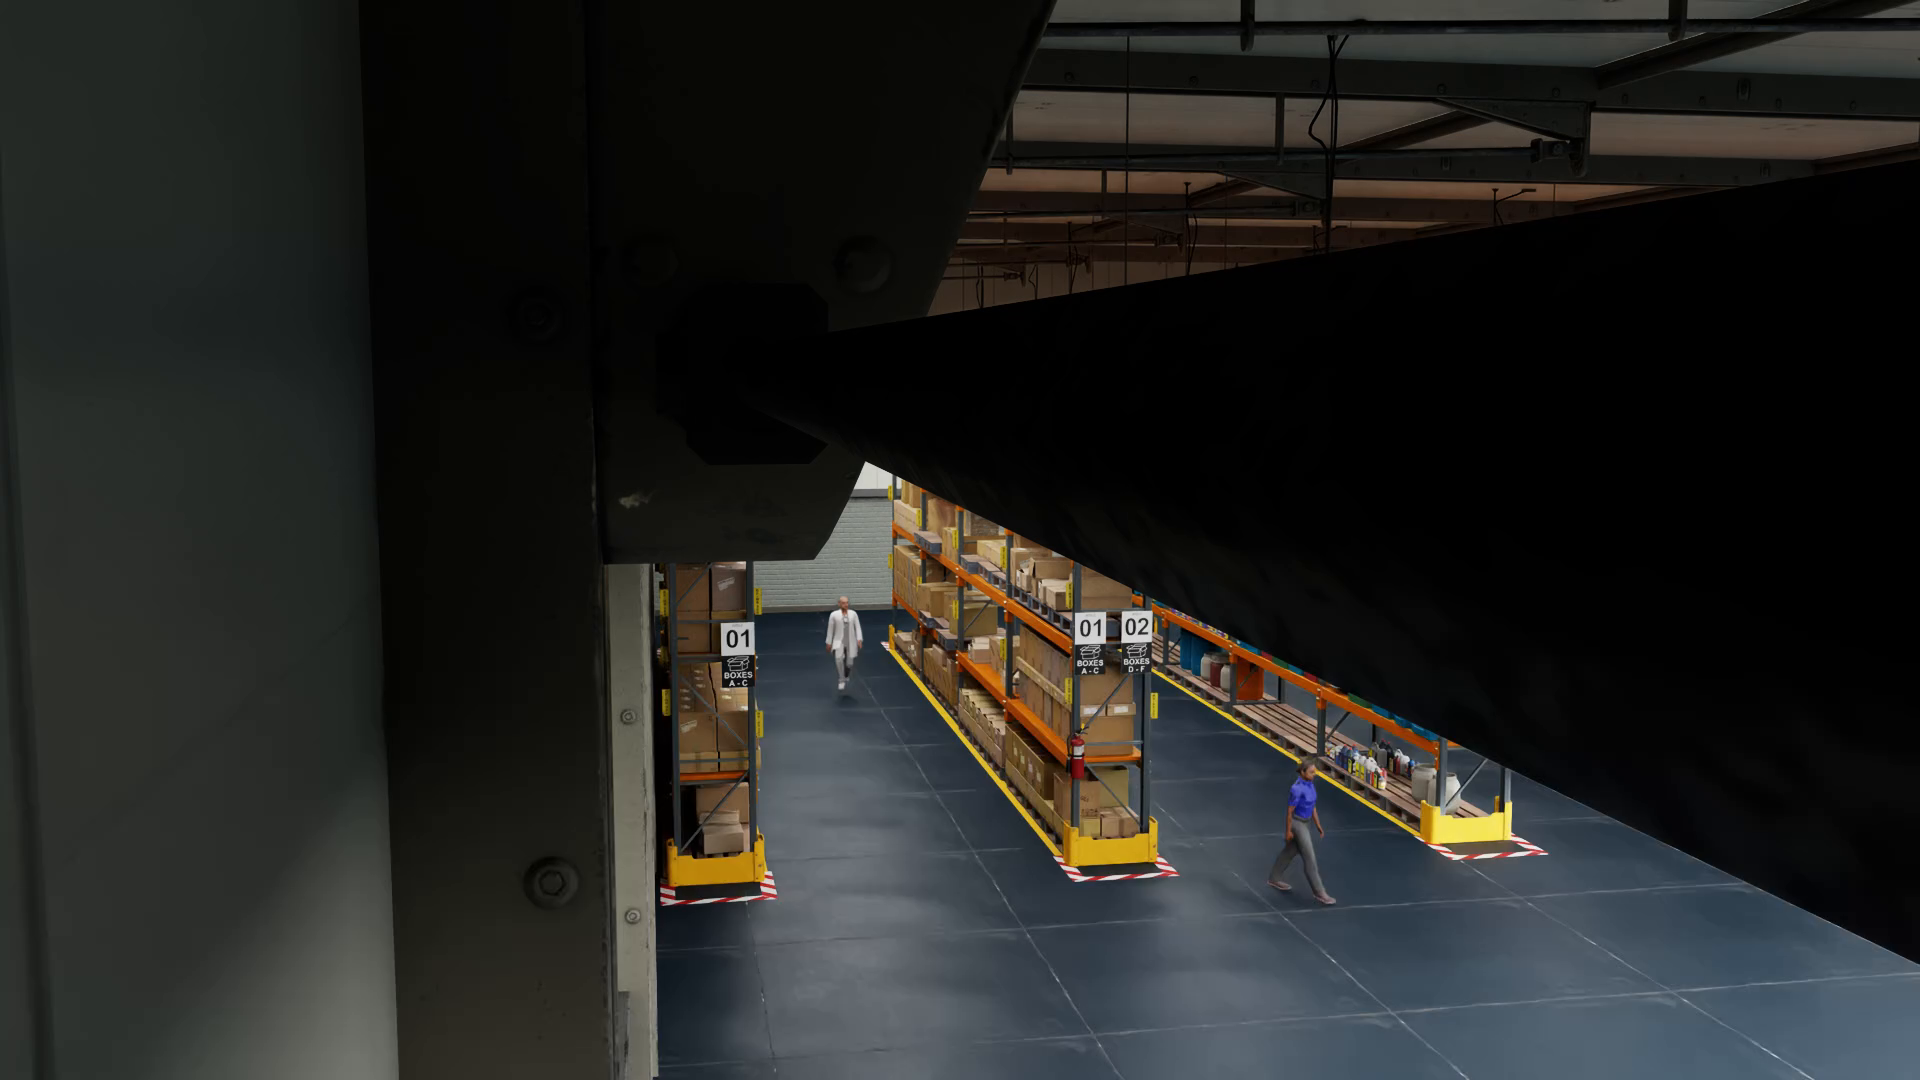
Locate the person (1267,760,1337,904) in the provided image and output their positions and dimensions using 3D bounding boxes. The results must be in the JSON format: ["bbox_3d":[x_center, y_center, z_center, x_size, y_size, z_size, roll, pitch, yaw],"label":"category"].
[{"bbox_3d":[4.061,3.389,19.609,0.899,1.612,0.500,3,7,27],"label":"person"}]

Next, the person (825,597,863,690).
[{"bbox_3d":[-2.147,1.891,30.961,0.656,1.643,1.113,-2,6,-15],"label":"person"}]
